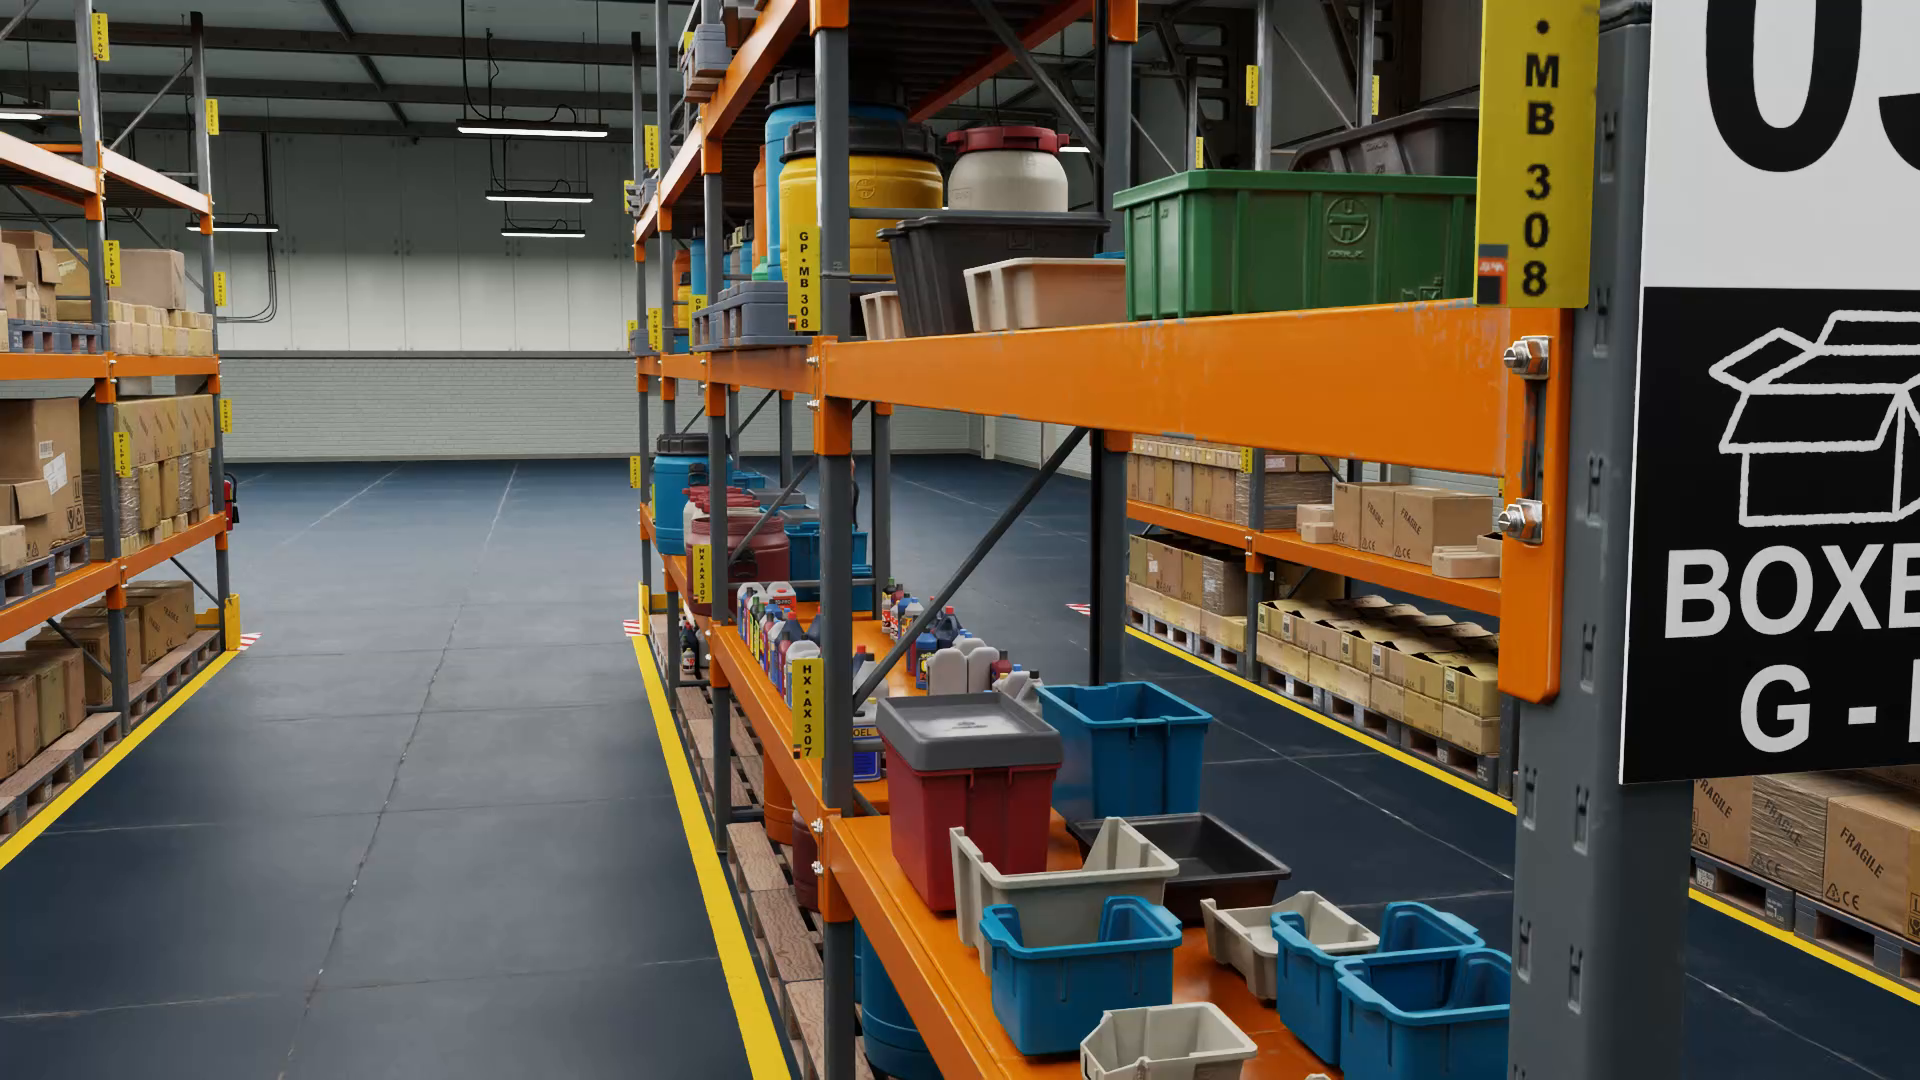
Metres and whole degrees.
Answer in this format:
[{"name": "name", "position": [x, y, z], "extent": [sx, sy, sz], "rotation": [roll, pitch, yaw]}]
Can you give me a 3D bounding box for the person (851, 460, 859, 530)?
[{"name": "person", "position": [-1.431, -0.086, 18.743], "extent": [0.942, 1.673, 0.594], "rotation": [1, 6, 5]}]
